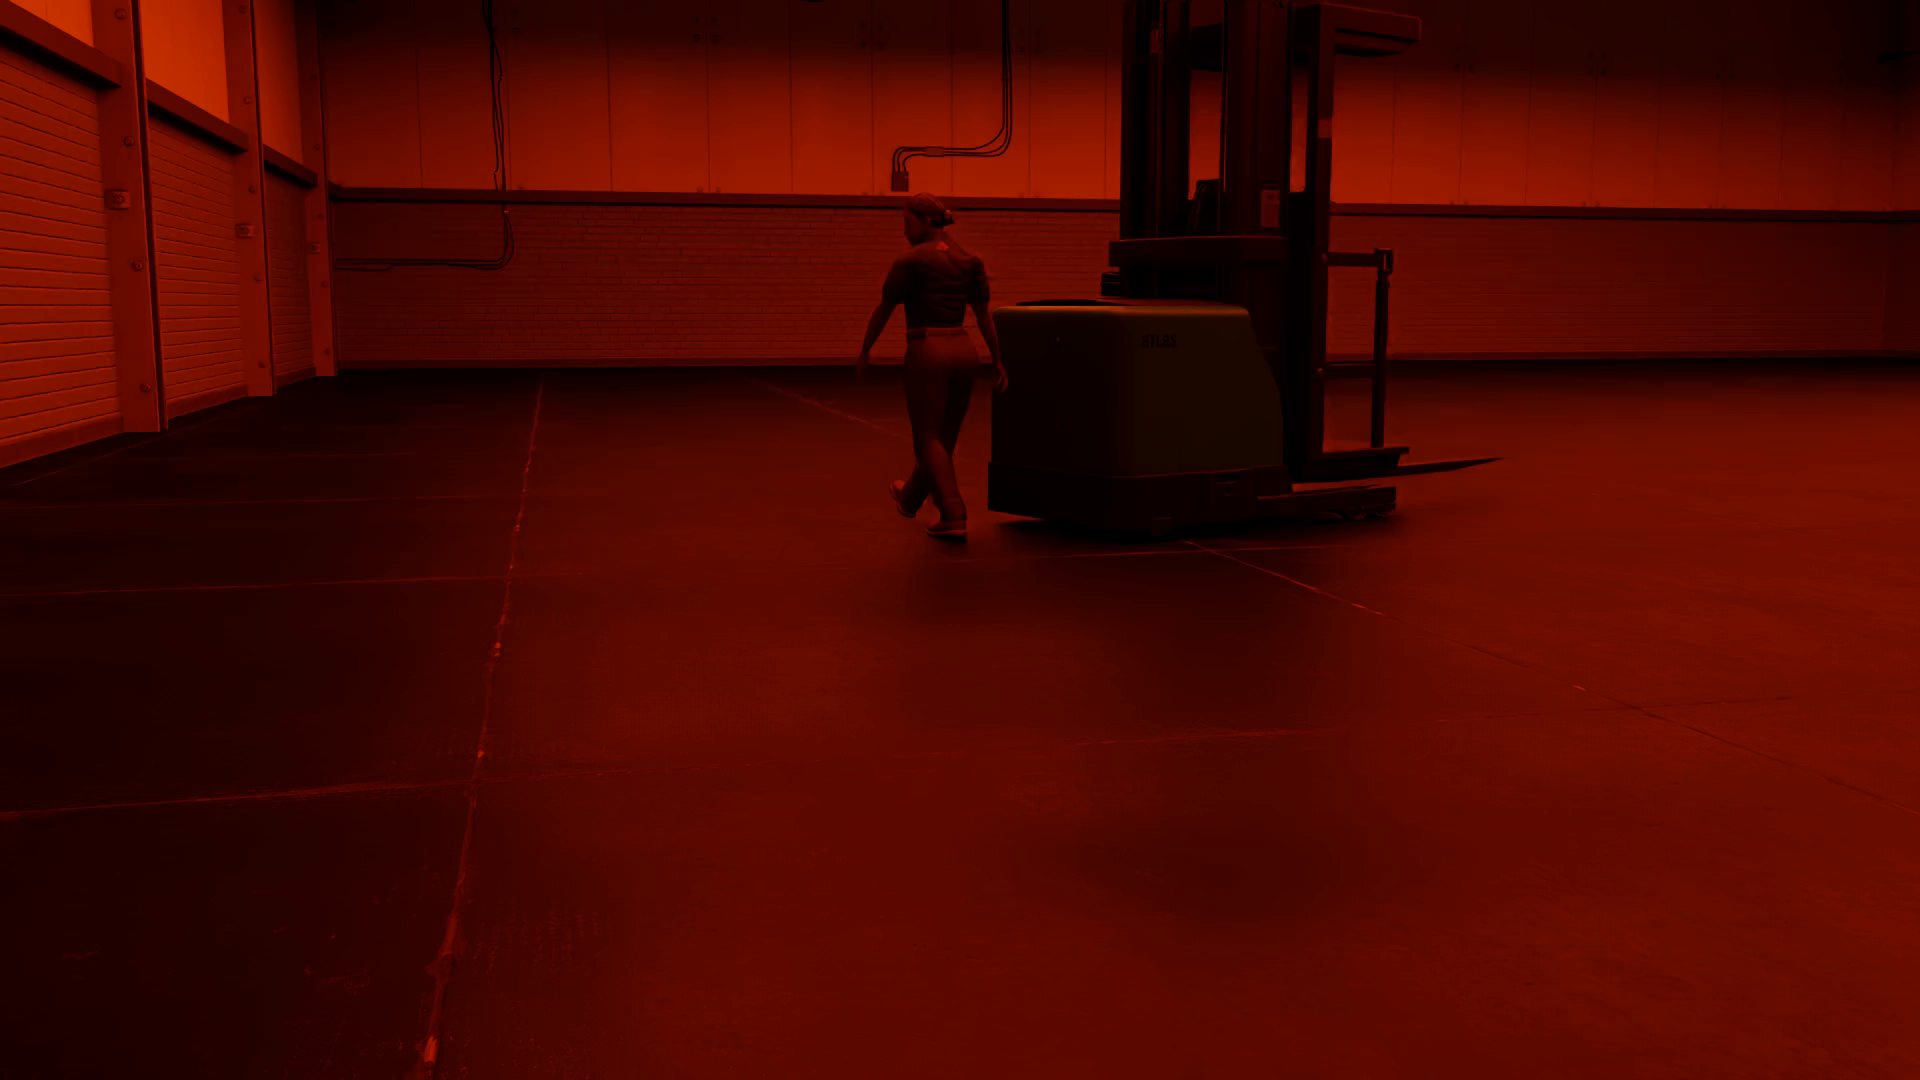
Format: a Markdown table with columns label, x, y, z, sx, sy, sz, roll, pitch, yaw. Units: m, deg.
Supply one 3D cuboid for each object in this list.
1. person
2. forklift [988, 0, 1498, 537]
| label | x | y | z | sx | sy | sz | roll | pitch | yaw |
| --- | --- | --- | --- | --- | --- | --- | --- | --- | --- |
| person | -0.150 | -0.853 | 8.021 | 0.635 | 1.612 | 0.872 | -5 | 10 | -34 |
| forklift | 1.625 | -1.603 | 8.587 | 3.031 | 2.935 | 1.130 | -6 | 10 | -36 |
